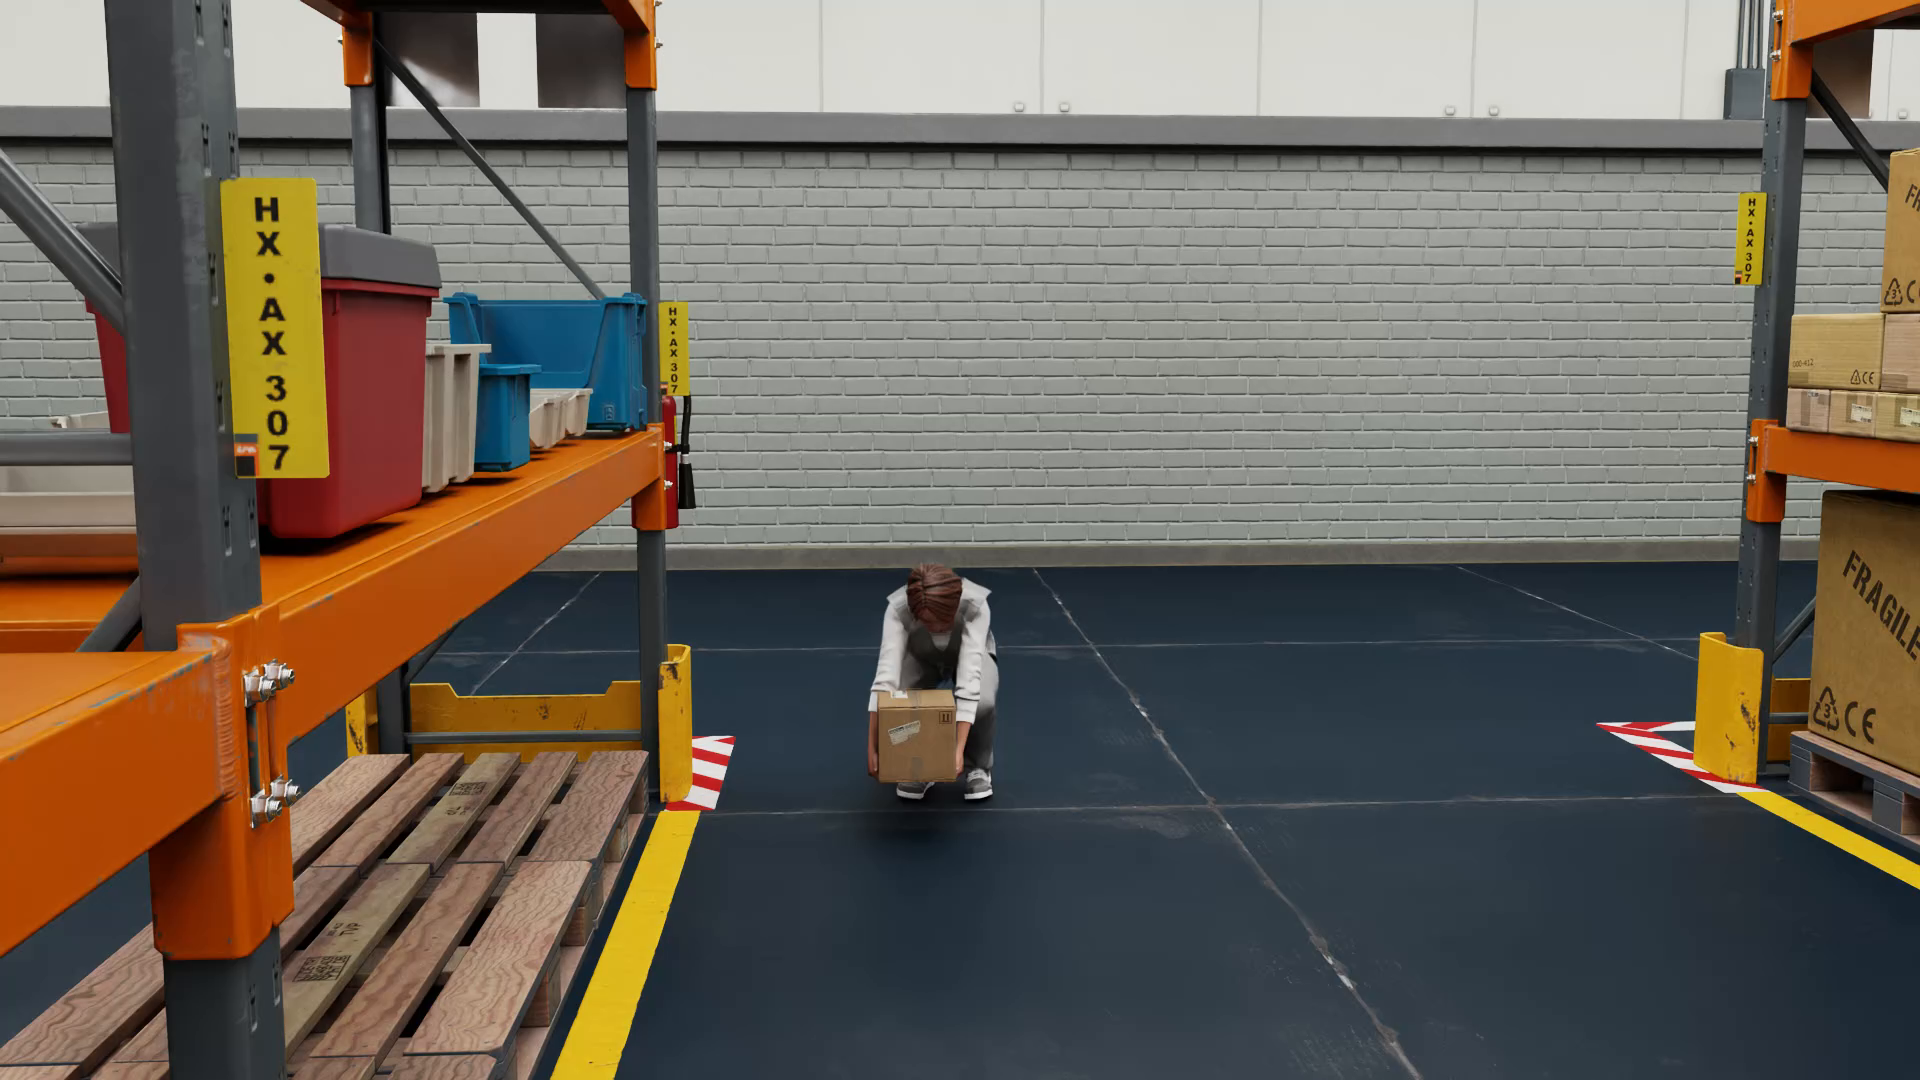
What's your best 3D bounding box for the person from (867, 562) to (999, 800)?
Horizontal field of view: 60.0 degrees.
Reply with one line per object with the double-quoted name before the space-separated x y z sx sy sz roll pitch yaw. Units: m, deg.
"person" -0.075 0.487 5.775 0.417 0.890 0.888 1 7 10
